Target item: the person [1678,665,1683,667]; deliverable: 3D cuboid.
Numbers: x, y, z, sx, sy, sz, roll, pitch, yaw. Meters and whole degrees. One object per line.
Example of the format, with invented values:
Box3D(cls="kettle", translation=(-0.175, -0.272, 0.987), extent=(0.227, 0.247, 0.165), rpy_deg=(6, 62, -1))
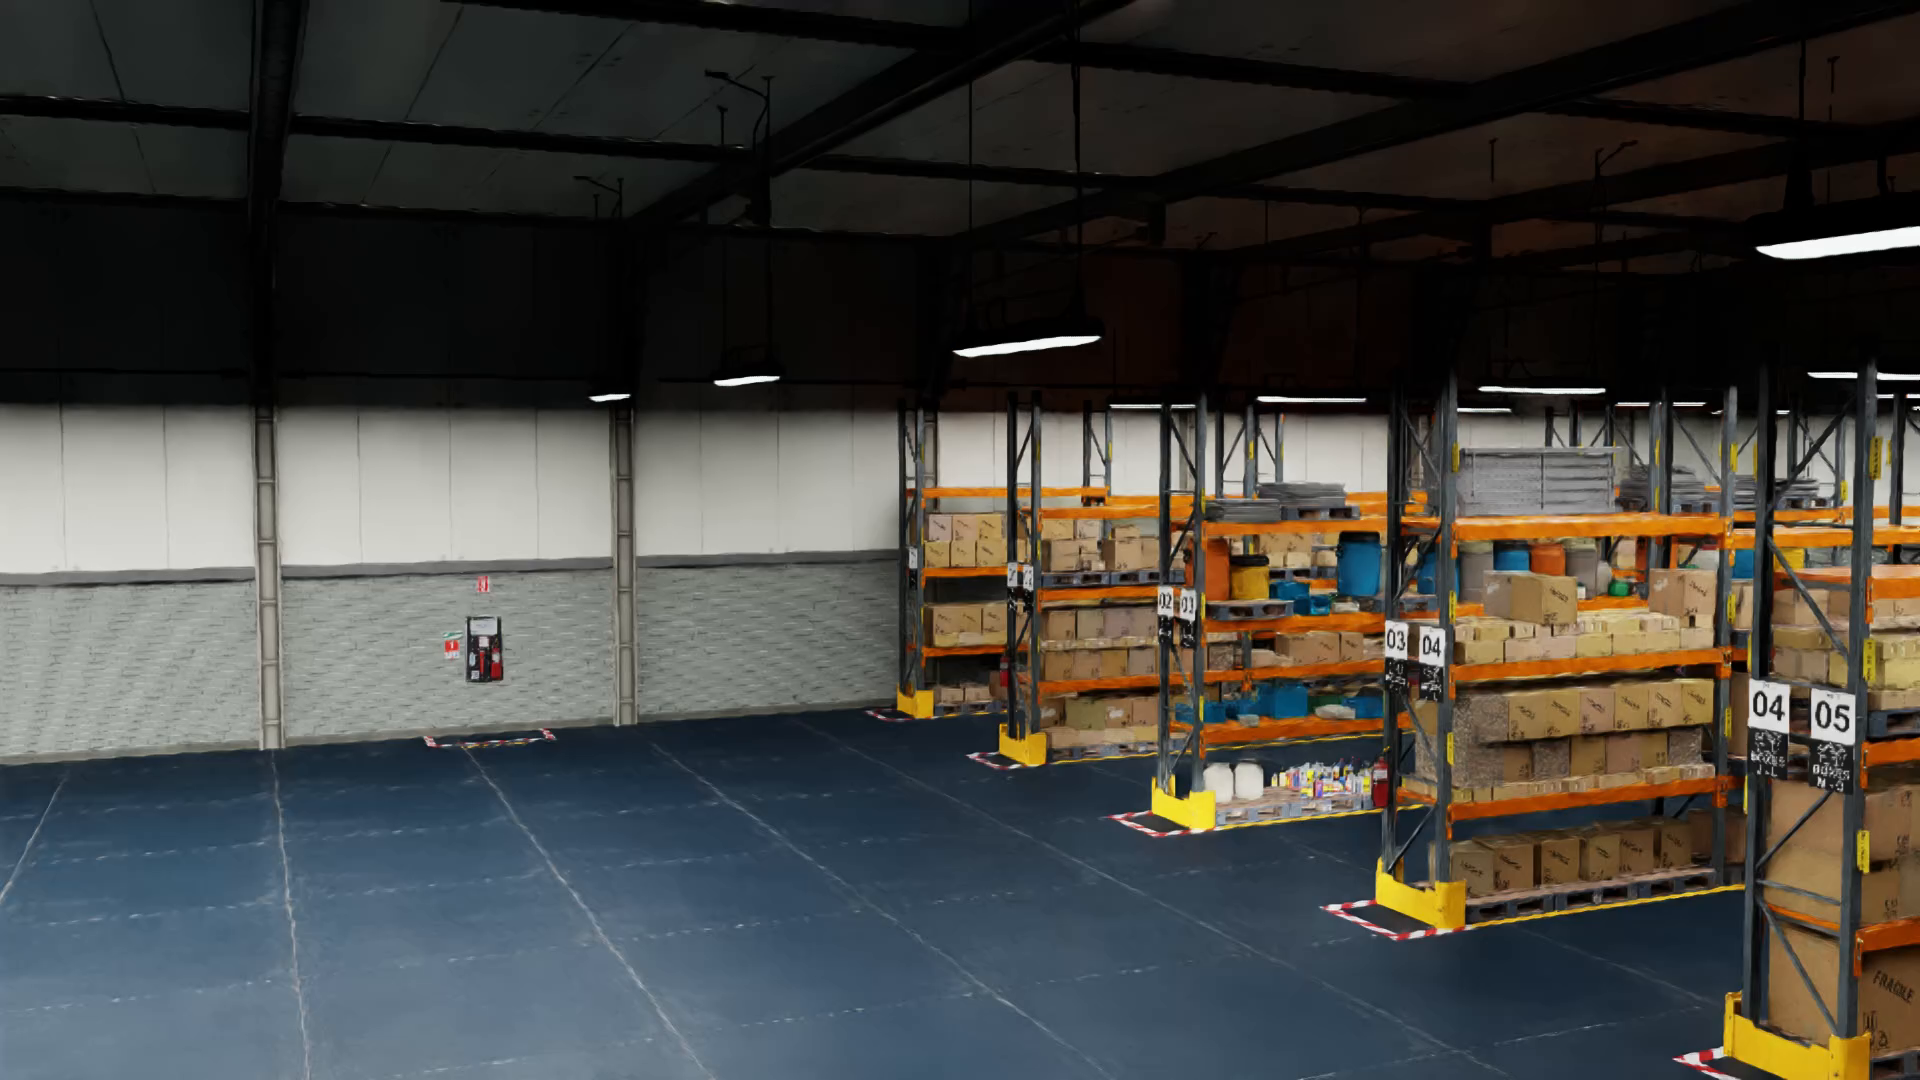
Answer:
Box3D(cls="person", translation=(13.806, 2.541, 31.048), extent=(0.834, 1.620, 0.718), rpy_deg=(-1, 4, -18))
